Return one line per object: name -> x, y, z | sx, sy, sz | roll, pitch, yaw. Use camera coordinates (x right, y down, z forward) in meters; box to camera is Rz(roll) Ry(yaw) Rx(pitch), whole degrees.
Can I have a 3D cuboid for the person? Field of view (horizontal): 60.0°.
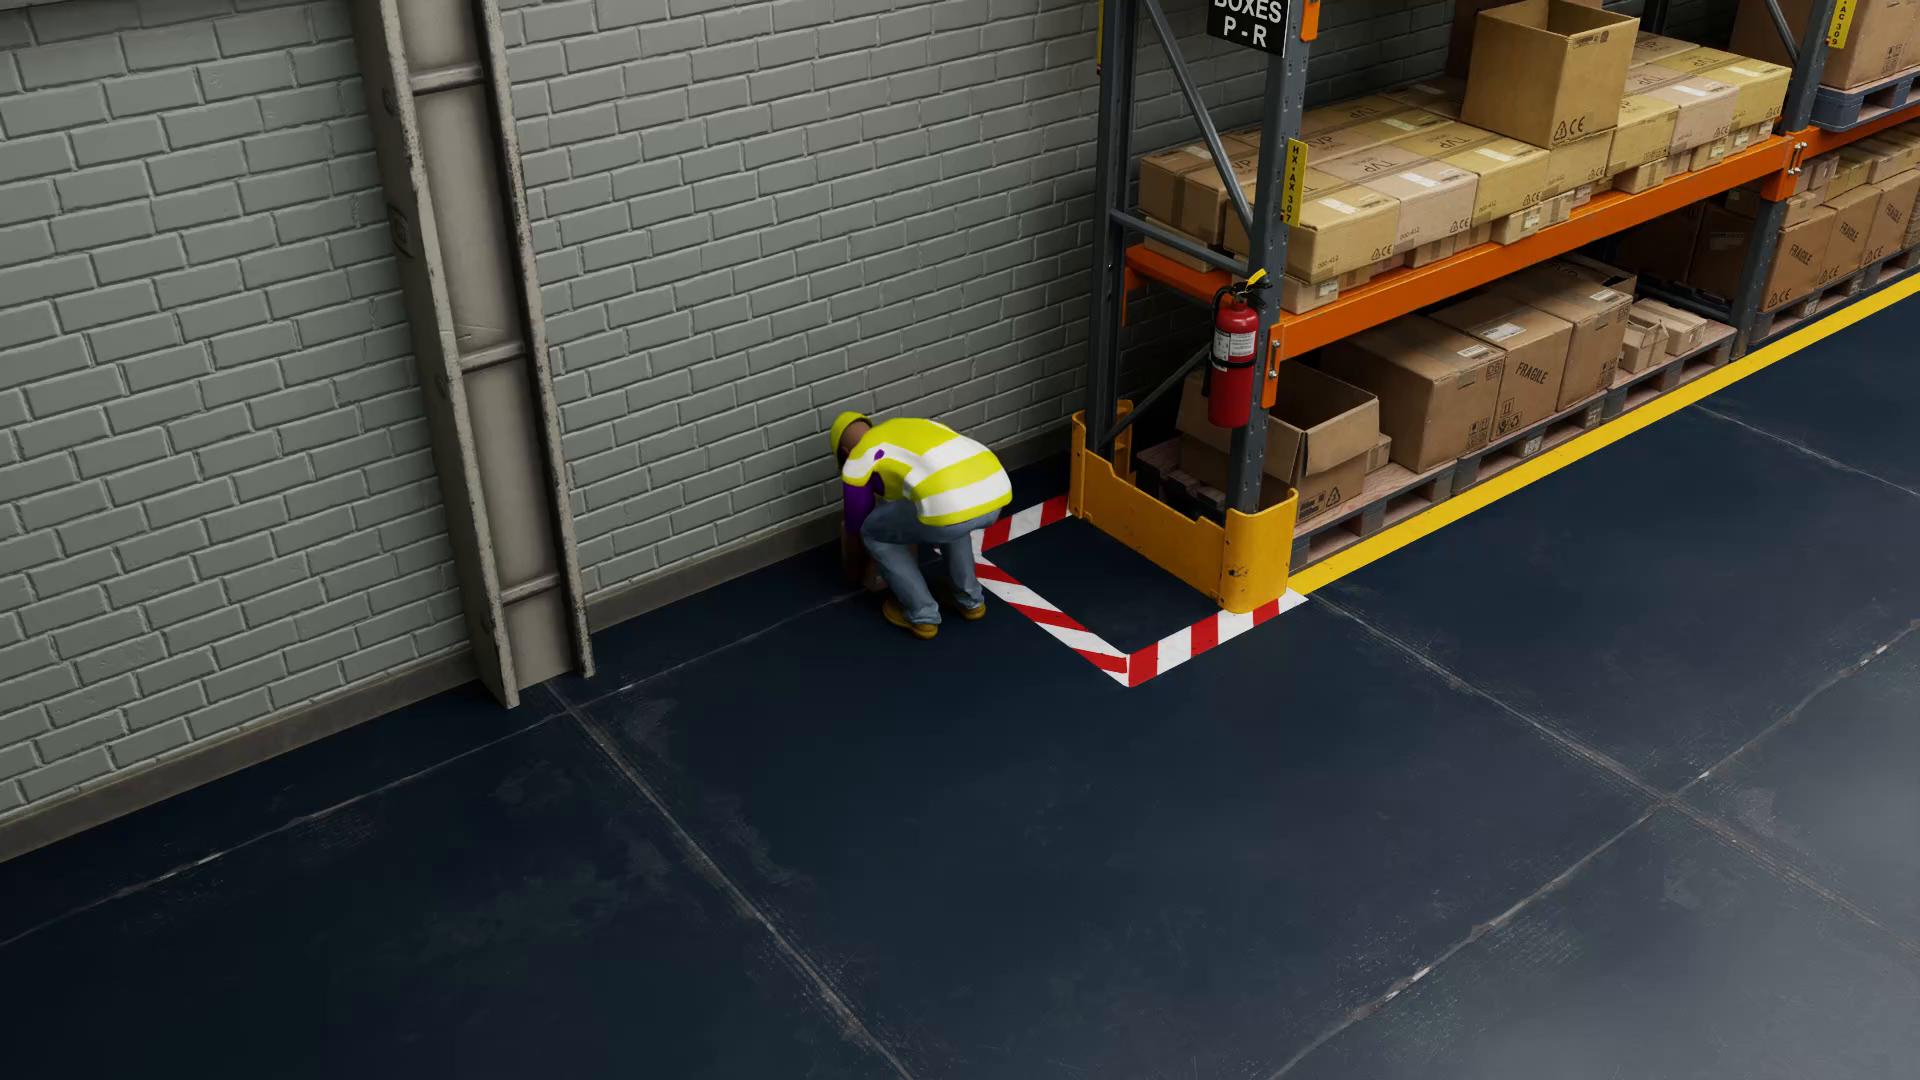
person -> -0.144, -0.436, 6.818 | 0.502, 1.761, 0.587 | -22, 38, -31
